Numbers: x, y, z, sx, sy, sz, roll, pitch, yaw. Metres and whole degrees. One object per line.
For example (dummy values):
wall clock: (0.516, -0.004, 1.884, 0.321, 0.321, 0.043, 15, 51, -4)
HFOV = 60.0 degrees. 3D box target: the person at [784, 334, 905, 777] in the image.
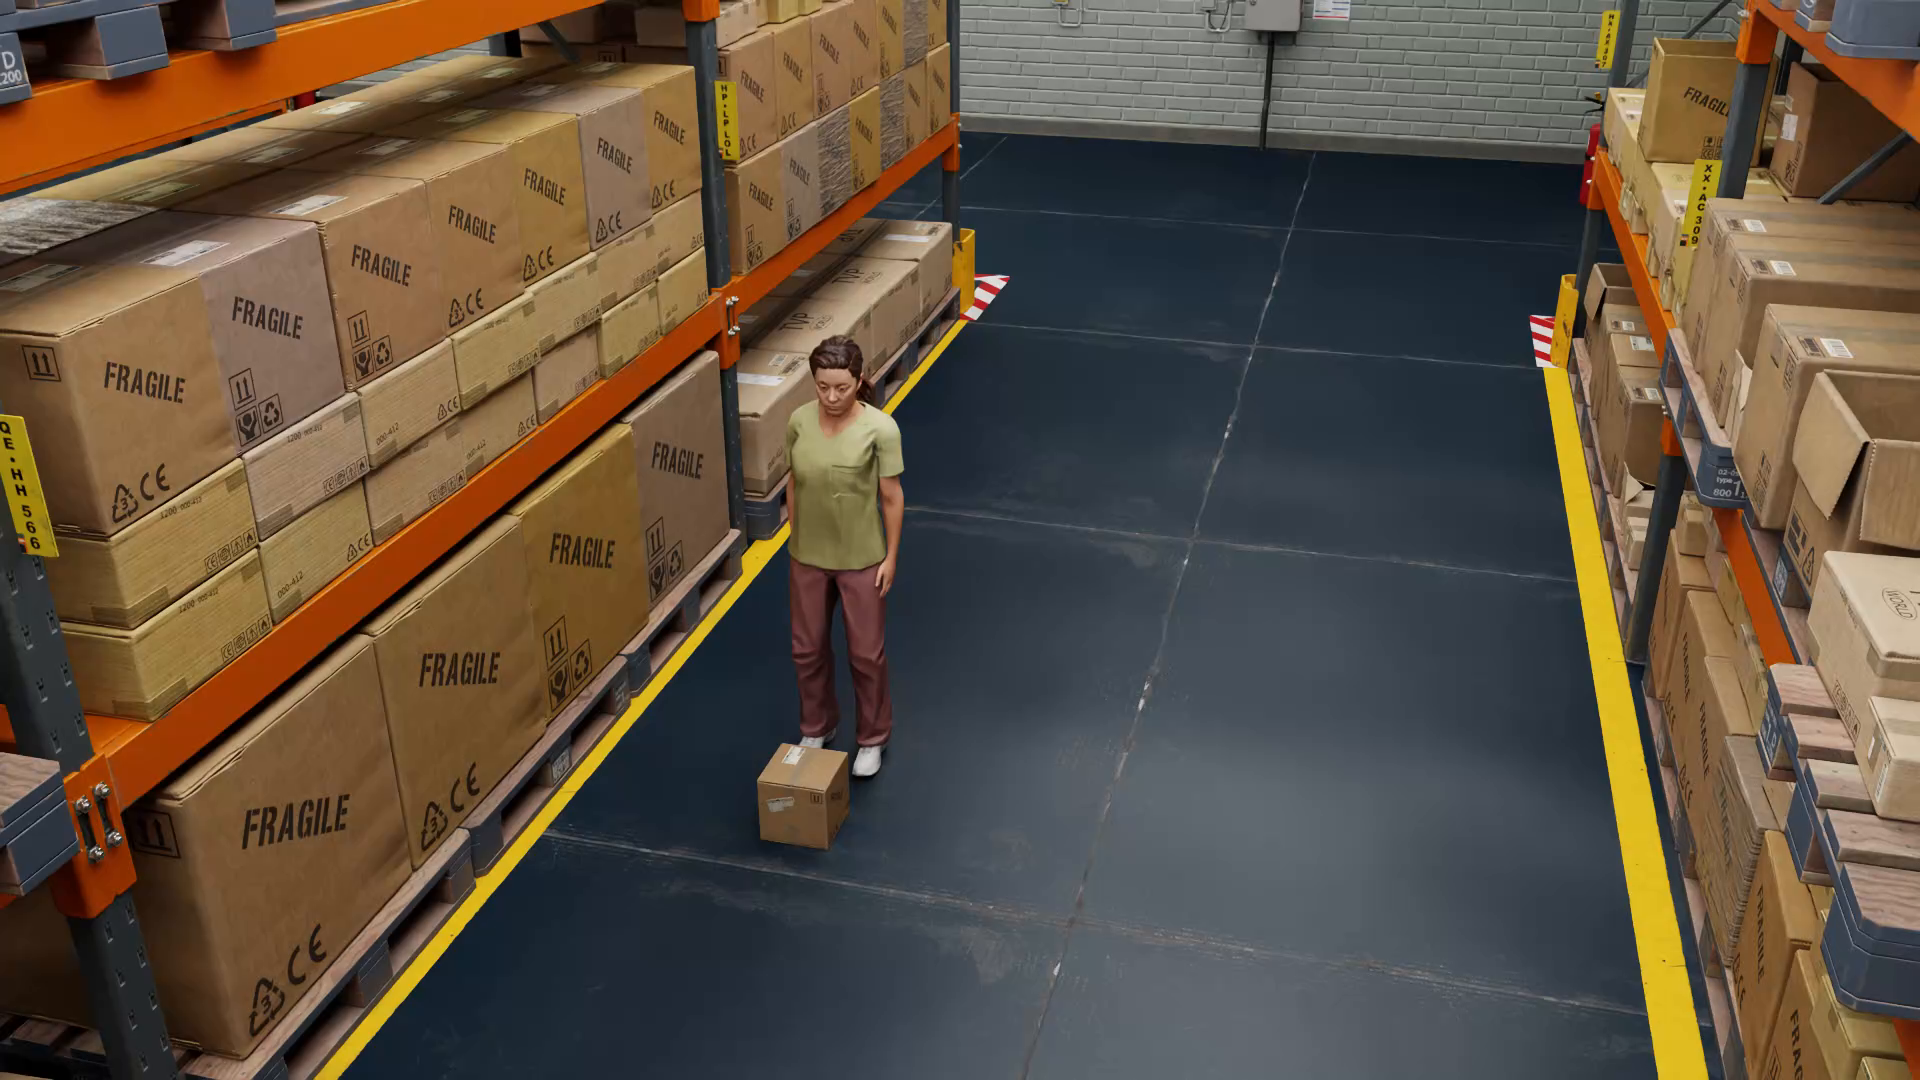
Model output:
person: (-0.422, 0.067, 5.989, 0.447, 1.667, 0.345, 7, 26, 14)
